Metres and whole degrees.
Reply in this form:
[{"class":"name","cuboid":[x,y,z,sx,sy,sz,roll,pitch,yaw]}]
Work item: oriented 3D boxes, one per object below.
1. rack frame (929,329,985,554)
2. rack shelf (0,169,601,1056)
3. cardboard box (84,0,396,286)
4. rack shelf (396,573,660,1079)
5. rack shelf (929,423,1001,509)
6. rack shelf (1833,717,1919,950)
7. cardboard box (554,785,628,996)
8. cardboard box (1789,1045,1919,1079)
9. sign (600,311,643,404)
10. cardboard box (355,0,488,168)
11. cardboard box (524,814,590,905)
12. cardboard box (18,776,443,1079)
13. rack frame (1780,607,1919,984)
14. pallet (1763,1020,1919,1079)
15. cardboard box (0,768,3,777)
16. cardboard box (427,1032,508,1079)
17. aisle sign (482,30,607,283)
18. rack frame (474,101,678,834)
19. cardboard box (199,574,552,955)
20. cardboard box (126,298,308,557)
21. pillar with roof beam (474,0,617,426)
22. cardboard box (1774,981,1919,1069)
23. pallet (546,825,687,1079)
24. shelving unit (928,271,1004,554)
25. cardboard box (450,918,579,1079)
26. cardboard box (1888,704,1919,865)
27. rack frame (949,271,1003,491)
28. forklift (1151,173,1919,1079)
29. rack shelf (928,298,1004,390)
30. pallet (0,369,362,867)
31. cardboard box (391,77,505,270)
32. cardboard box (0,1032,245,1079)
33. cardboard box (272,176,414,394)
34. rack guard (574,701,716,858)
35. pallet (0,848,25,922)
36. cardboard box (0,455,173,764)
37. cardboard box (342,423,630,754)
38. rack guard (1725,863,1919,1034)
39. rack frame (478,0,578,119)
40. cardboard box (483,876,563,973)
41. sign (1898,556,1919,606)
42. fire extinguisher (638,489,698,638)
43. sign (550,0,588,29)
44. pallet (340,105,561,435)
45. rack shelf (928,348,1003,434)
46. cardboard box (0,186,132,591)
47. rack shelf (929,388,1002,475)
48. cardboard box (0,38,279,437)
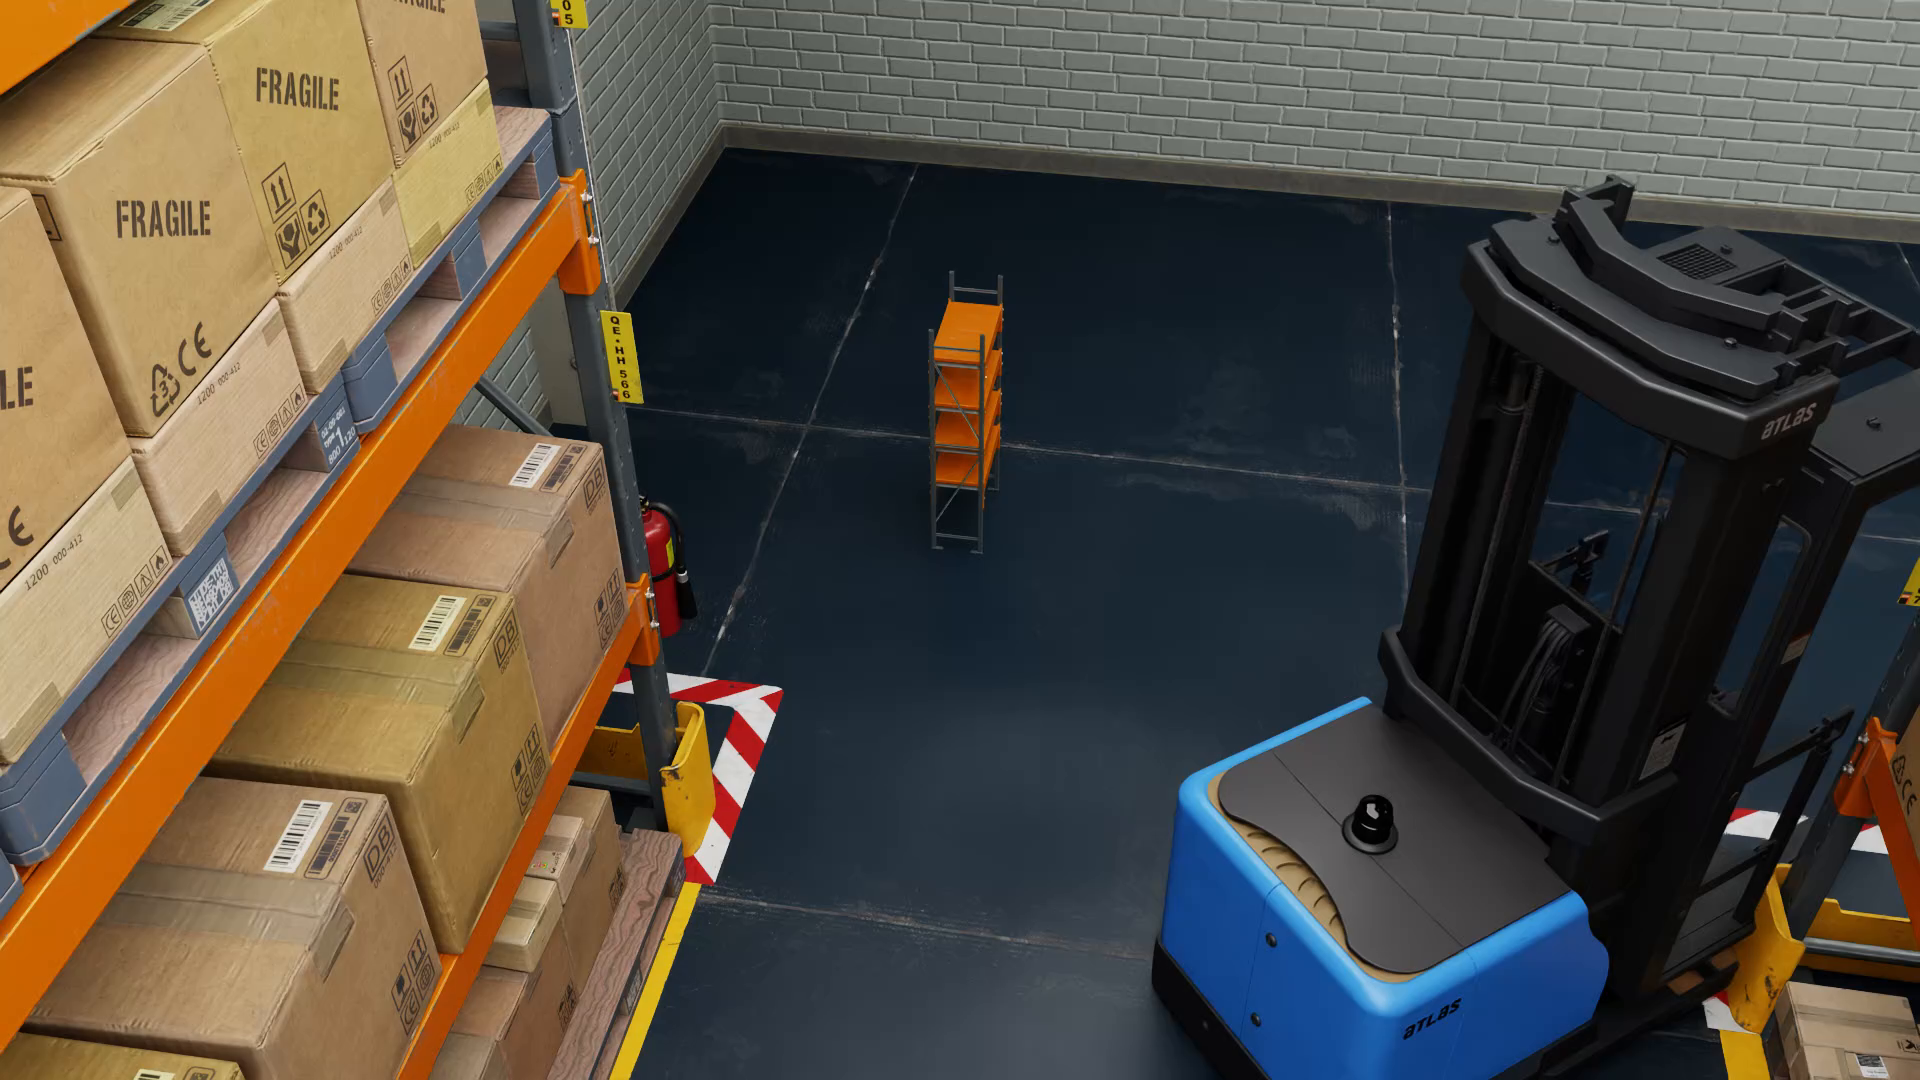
[{"class":"rack frame","cuboid":[-0.014,-0.413,7.405,0.240,1.200,0.015,6,40,8]},{"class":"rack shelf","cuboid":[-1.911,0.290,3.352,1.077,0.370,4.000,6,40,8]},{"class":"cardboard box","cuboid":[-1.520,-0.871,3.314,0.500,0.500,0.500,8,40,9]},{"class":"rack shelf","cuboid":[-1.911,1.447,4.308,1.077,0.370,4.000,6,40,8]},{"class":"rack shelf","cuboid":[0.029,-0.361,7.760,0.258,0.148,0.480,6,40,8]},{"class":"rack shelf","cuboid":[2.969,1.990,3.650,1.077,0.370,4.000,6,40,8]},{"class":"cardboard box","cuboid":[-1.588,1.166,5.715,0.700,0.500,0.500,6,40,8]},{"class":"cardboard box","cuboid":[2.860,1.762,5.240,0.380,0.166,0.250,6,40,8]},{"class":"sign","cuboid":[-1.033,-0.555,5.069,0.100,0.325,0.005,6,40,8]},{"class":"cardboard box","cuboid":[-1.423,-1.184,3.692,0.500,0.500,0.500,6,40,8]},{"class":"cardboard box","cuboid":[-1.430,1.017,5.386,0.380,0.149,0.250,6,40,7]},{"class":"cardboard box","cuboid":[-1.899,1.055,3.981,0.980,0.700,0.700,5,40,6]},{"class":"rack frame","cuboid":[3.315,0.458,4.939,1.000,3.000,0.127,6,40,8]},{"class":"pallet","cuboid":[3.164,2.081,5.165,1.003,0.211,1.213,6,40,8]},{"class":"cardboard box","cuboid":[-1.776,0.403,2.361,0.500,0.250,0.500,6,40,7]},{"class":"cardboard box","cuboid":[-1.760,1.796,4.953,0.700,0.500,0.500,5,40,6]},{"class":"aisle sign","cuboid":[-1.257,-1.100,4.783,0.394,0.787,0.004,6,40,8]},{"class":"rack frame","cuboid":[-1.565,-0.086,5.597,1.000,3.000,0.127,6,40,8]},{"class":"cardboard box","cuboid":[-1.758,0.578,4.559,0.980,0.700,0.700,6,40,7]},{"class":"cardboard box","cuboid":[-1.604,-0.242,3.141,0.500,0.250,0.500,5,40,6]},{"class":"pillar with roof beam","cuboid":[2.290,-3.713,5.276,9.100,9.000,0.400,6,40,8]},{"class":"cardboard box","cuboid":[2.904,1.612,5.435,0.380,0.149,0.250,6,40,8]},{"class":"pallet","cuboid":[-1.626,1.499,5.868,1.003,0.211,1.213,6,40,8]},{"class":"shelving unit","cuboid":[0.029,-0.566,7.590,0.258,1.200,0.503,6,40,8]},{"class":"cardboard box","cuboid":[-1.674,1.480,5.335,0.700,0.500,0.500,6,40,8]},{"class":"cardboard box","cuboid":[2.978,0.669,4.605,0.500,0.500,0.500,7,40,9]},{"class":"rack frame","cuboid":[0.071,-0.719,7.775,0.240,1.200,0.015,6,40,8]},{"class":"forklift","cuboid":[2.211,0.257,5.236,3.031,2.935,1.130,-20,44,-23]},{"class":"rack shelf","cuboid":[0.029,-0.869,7.340,0.258,0.148,0.480,6,40,8]},{"class":"pallet","cuboid":[-1.892,0.027,3.176,1.003,0.211,1.213,6,40,8]},{"class":"cardboard box","cuboid":[-1.430,-0.896,3.932,0.500,0.250,0.500,8,40,9]},{"class":"cardboard box","cuboid":[-2.015,1.513,3.428,0.980,0.700,0.700,5,40,7]},{"class":"cardboard box","cuboid":[-1.519,-0.569,3.536,0.500,0.250,0.500,5,40,6]},{"class":"rack guard","cuboid":[-1.561,0.862,6.411,1.175,0.500,0.348,6,40,8]},{"class":"pallet","cuboid":[-2.105,0.790,2.252,1.003,0.211,1.213,6,40,8]},{"class":"cardboard box","cuboid":[-1.694,0.080,2.751,0.500,0.250,0.500,5,40,6]},{"class":"cardboard box","cuboid":[-1.643,0.120,5.113,0.980,0.700,0.700,8,40,10]},{"class":"rack guard","cuboid":[3.301,1.469,5.678,1.175,0.500,0.348,6,40,8]},{"class":"rack frame","cuboid":[-1.565,-2.398,3.685,1.000,3.000,0.127,6,40,8]},{"class":"cardboard box","cuboid":[-1.474,1.177,5.192,0.380,0.149,0.250,7,40,9]},{"class":"sign","cuboid":[2.780,0.065,4.735,0.100,0.325,0.005,6,40,8]},{"class":"fire extinguisher","cuboid":[-1.084,0.044,5.793,0.296,0.674,0.183,6,40,8]},{"class":"sign","cuboid":[-1.033,-1.484,4.301,0.100,0.325,0.005,6,40,8]},{"class":"pallet","cuboid":[-1.683,-0.741,4.105,1.003,0.211,1.213,6,40,8]},{"class":"rack shelf","cuboid":[0.029,-0.687,7.491,0.258,0.148,0.480,6,40,8]},{"class":"cardboard box","cuboid":[-1.695,-0.214,2.518,0.500,0.500,0.500,7,40,8]},{"class":"rack shelf","cuboid":[0.029,-0.514,7.633,0.258,0.148,0.480,6,40,8]},{"class":"cardboard box","cuboid":[-1.602,-0.543,2.917,0.500,0.500,0.500,5,40,6]}]
